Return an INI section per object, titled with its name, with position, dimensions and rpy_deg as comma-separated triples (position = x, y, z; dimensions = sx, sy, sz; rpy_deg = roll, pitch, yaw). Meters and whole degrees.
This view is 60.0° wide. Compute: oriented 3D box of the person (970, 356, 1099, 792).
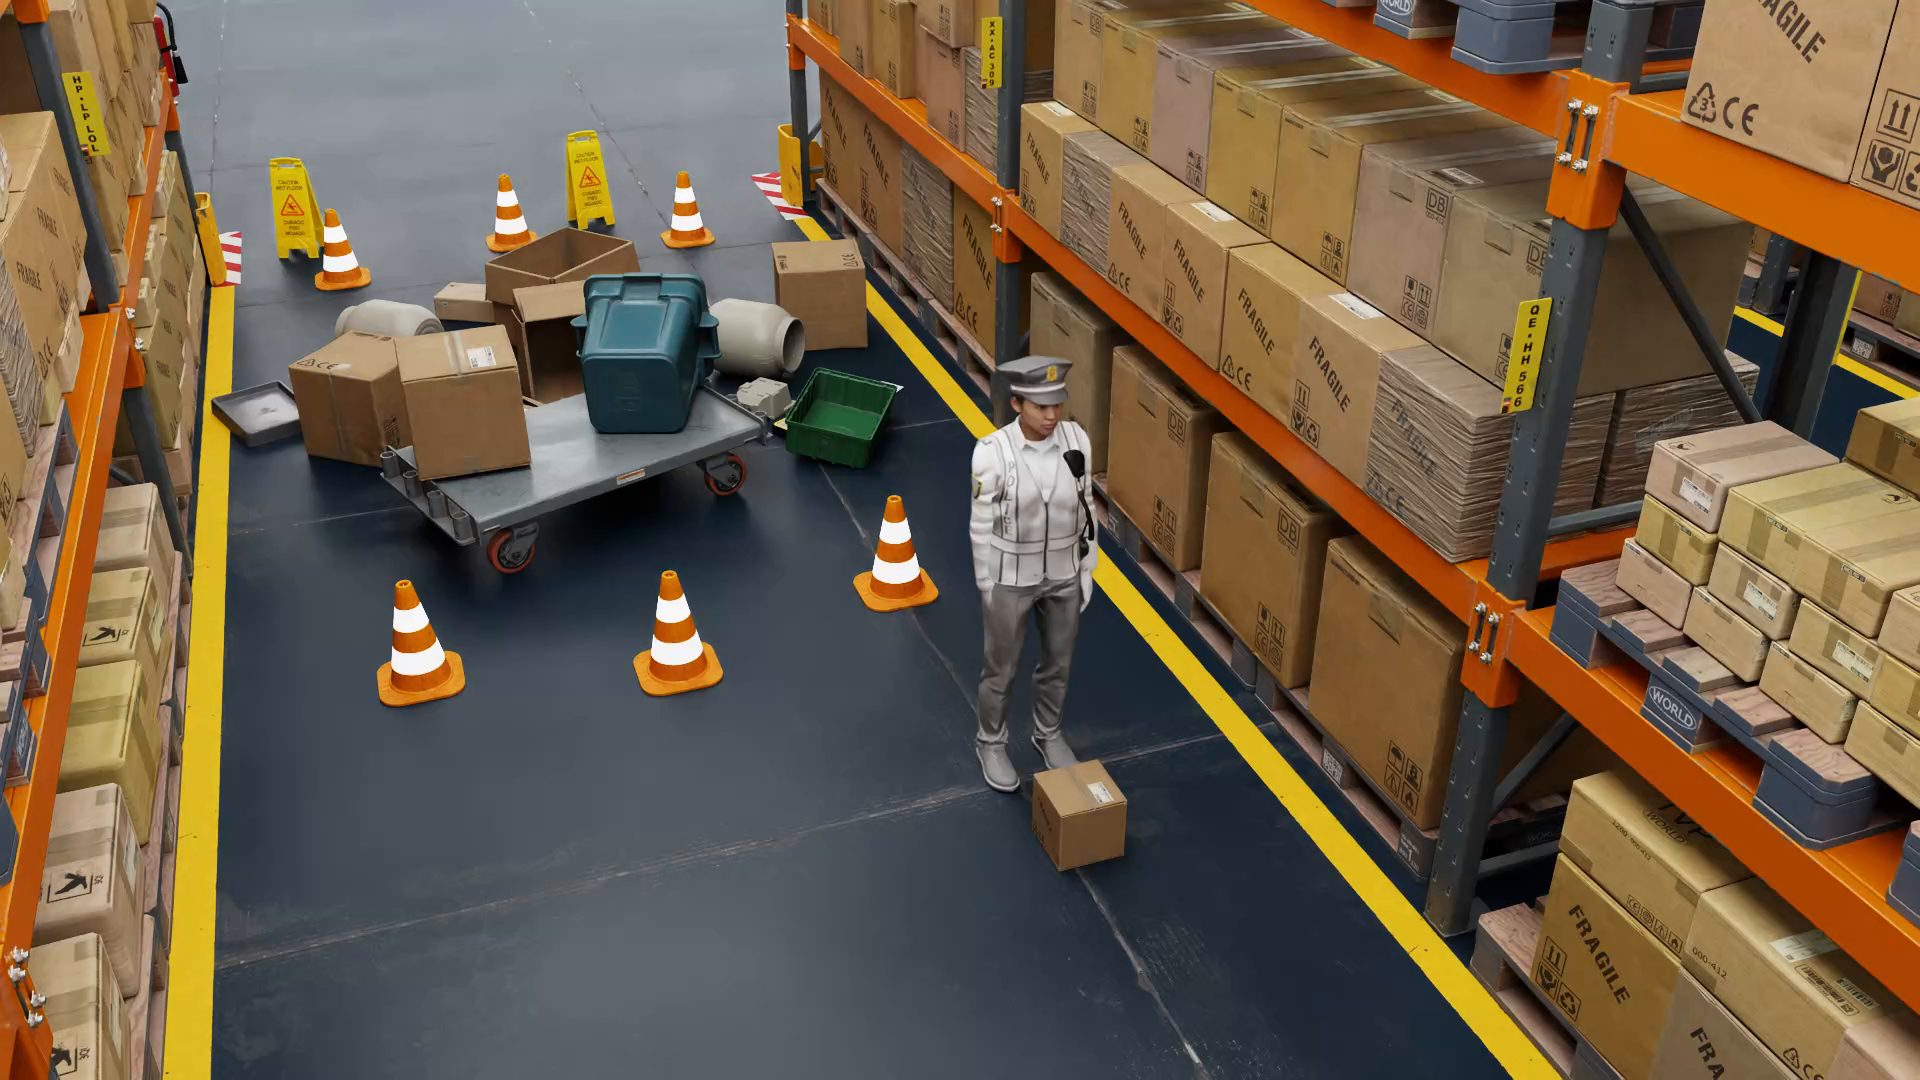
[person]
position = 0.270, 0.129, 5.893
dimensions = 0.466, 1.678, 0.340
rpy_deg = -10, 31, -17
